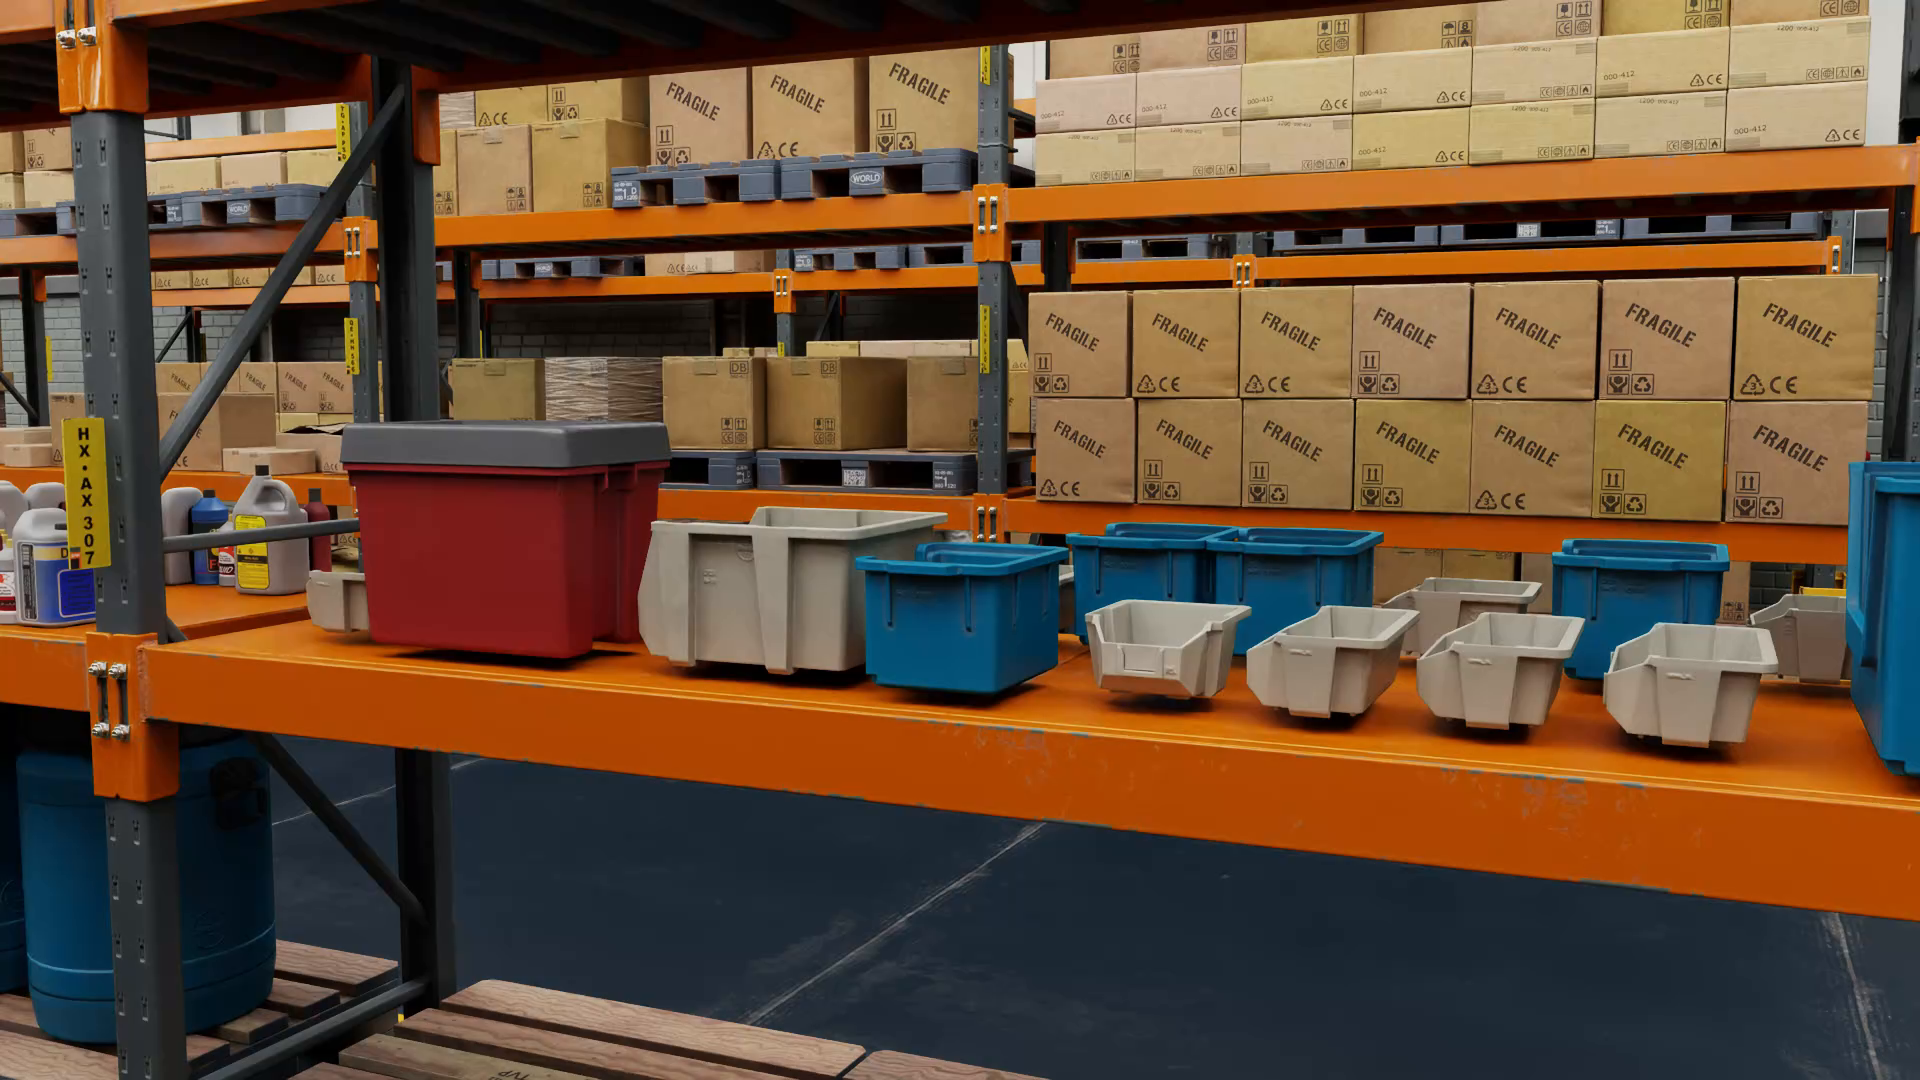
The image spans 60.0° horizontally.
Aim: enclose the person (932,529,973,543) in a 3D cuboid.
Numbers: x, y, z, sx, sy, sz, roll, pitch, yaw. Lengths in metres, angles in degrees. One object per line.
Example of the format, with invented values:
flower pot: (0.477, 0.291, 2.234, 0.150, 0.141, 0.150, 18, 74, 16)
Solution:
person: (-0.084, -0.176, 12.158, 0.574, 1.795, 0.552, 2, 6, 18)
